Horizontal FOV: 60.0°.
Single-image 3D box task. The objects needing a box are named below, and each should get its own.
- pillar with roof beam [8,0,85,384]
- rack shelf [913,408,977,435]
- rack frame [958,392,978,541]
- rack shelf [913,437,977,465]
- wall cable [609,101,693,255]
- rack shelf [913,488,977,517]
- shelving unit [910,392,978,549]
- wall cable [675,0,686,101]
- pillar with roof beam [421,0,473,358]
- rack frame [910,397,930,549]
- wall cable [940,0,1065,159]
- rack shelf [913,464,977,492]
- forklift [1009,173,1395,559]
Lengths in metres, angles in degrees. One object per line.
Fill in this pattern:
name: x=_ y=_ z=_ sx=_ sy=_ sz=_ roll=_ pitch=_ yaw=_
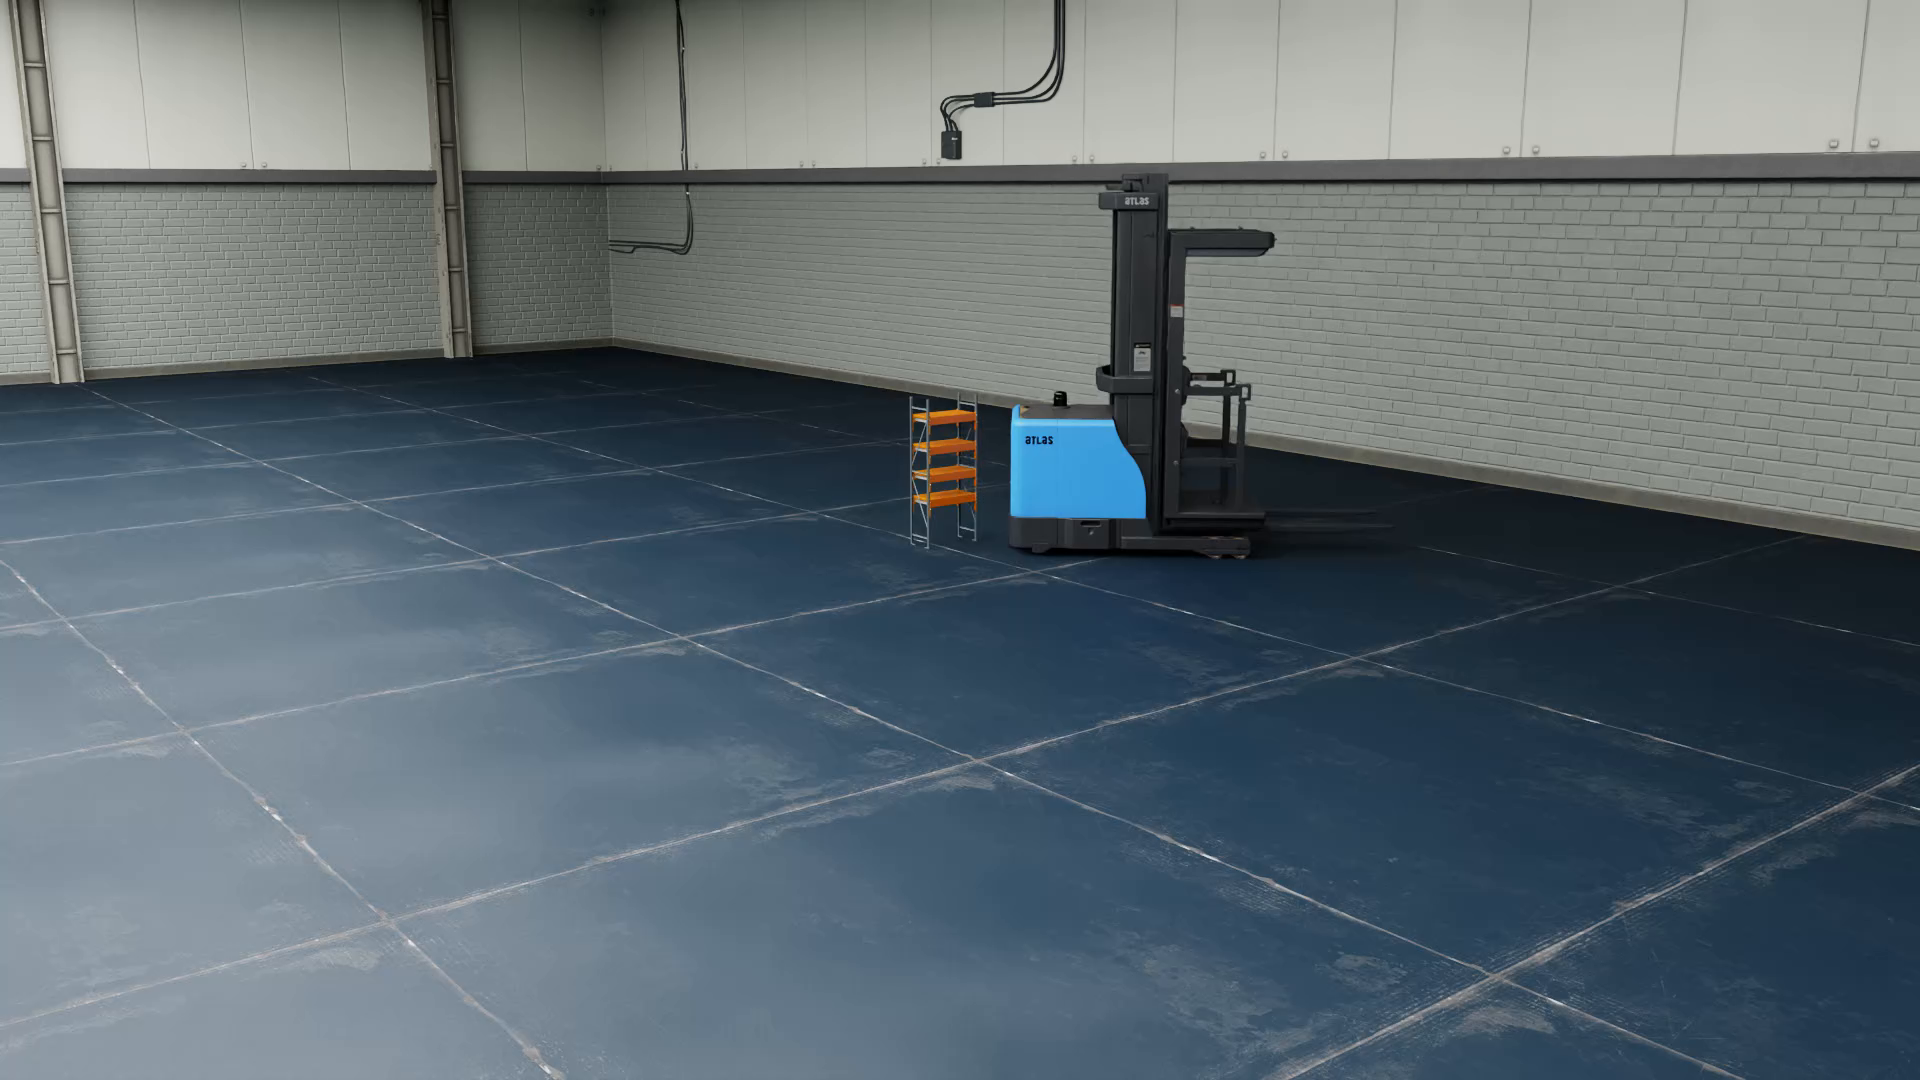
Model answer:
pillar with roof beam: x=-10.542 y=-6.048 z=20.447 sx=0.400 sy=9.000 sz=9.100 roll=-9 pitch=15 yaw=-38
rack shelf: x=-0.129 y=-0.950 z=13.321 sx=0.480 sy=0.148 sz=0.258 roll=-9 pitch=15 yaw=-38
rack frame: x=0.061 y=-0.597 z=13.552 sx=0.015 sy=1.200 sz=0.240 roll=-9 pitch=15 yaw=-38
rack shelf: x=-0.129 y=-0.718 z=13.371 sx=0.480 sy=0.148 sz=0.258 roll=-9 pitch=15 yaw=-38
wall cable: x=-5.420 y=-6.174 z=28.515 sx=0.112 sy=2.526 sz=3.097 roll=-9 pitch=15 yaw=-38
rack shelf: x=-0.129 y=-0.305 z=13.458 sx=0.480 sy=0.148 sz=0.258 roll=-9 pitch=15 yaw=-38
shelving unit: x=-0.129 y=-0.565 z=13.403 sx=0.503 sy=1.200 sz=0.258 roll=-9 pitch=15 yaw=-38
wall cable: x=-3.730 y=-8.206 z=25.924 sx=0.112 sy=2.526 sz=3.097 roll=-9 pitch=15 yaw=-38
pillar with roof beam: x=-5.857 y=-6.827 z=24.114 sx=0.400 sy=9.000 sz=9.100 roll=-9 pitch=15 yaw=-38
rack frame: x=-0.320 y=-0.534 z=13.254 sx=0.015 sy=1.200 sz=0.240 roll=-9 pitch=15 yaw=-38
wall cable: x=0.498 y=-7.814 z=20.578 sx=0.169 sy=6.003 sz=2.305 roll=-9 pitch=15 yaw=-38
rack shelf: x=-0.129 y=-0.500 z=13.417 sx=0.480 sy=0.148 sz=0.258 roll=-9 pitch=15 yaw=-38
forklift: x=1.916 y=-1.400 z=13.165 sx=3.031 sy=2.935 sz=1.130 roll=1 pitch=12 yaw=2
